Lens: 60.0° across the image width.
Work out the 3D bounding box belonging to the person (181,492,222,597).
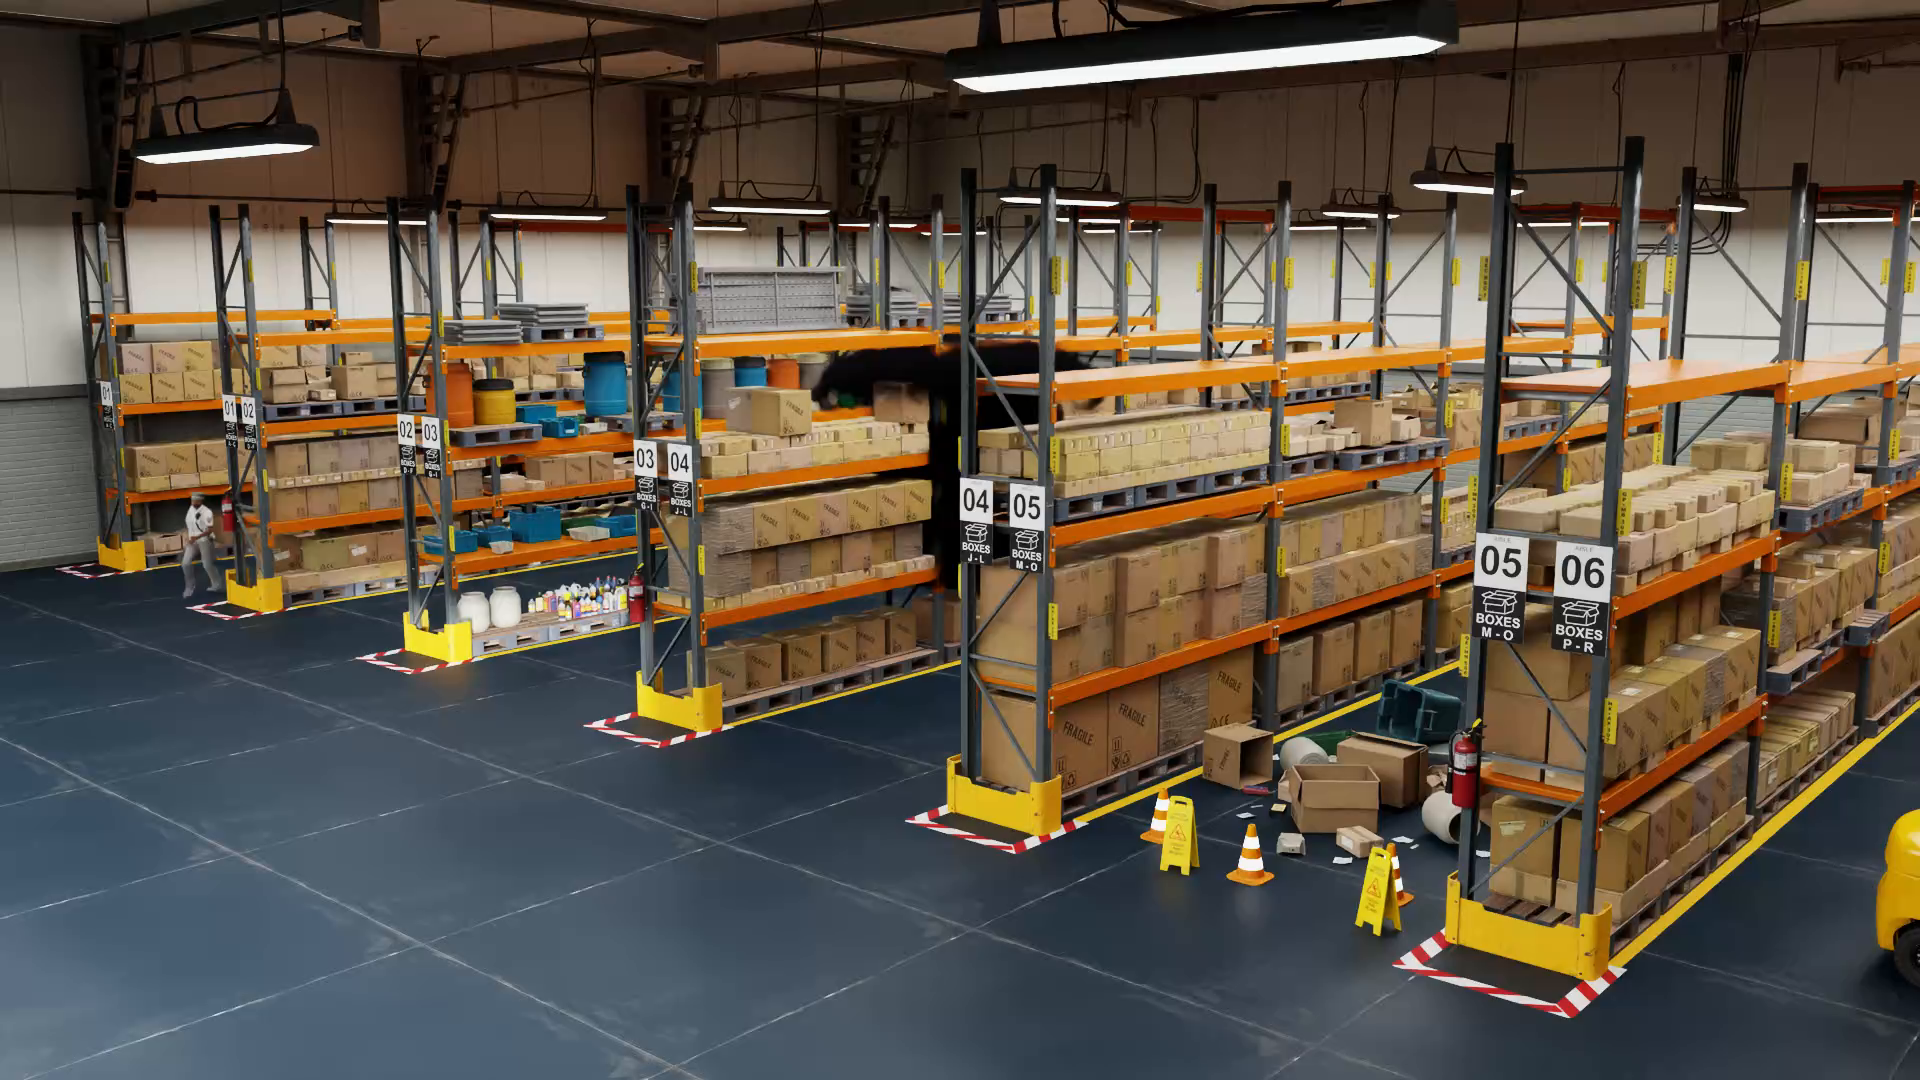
[{"bbox_3d":[-11.858,0.076,25.943,0.589,1.728,0.749,3,10,15],"label":"person"}]

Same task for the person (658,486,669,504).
[{"bbox_3d":[-5.784,-1.137,33.250,0.605,1.697,0.725,8,12,38],"label":"person"}]
